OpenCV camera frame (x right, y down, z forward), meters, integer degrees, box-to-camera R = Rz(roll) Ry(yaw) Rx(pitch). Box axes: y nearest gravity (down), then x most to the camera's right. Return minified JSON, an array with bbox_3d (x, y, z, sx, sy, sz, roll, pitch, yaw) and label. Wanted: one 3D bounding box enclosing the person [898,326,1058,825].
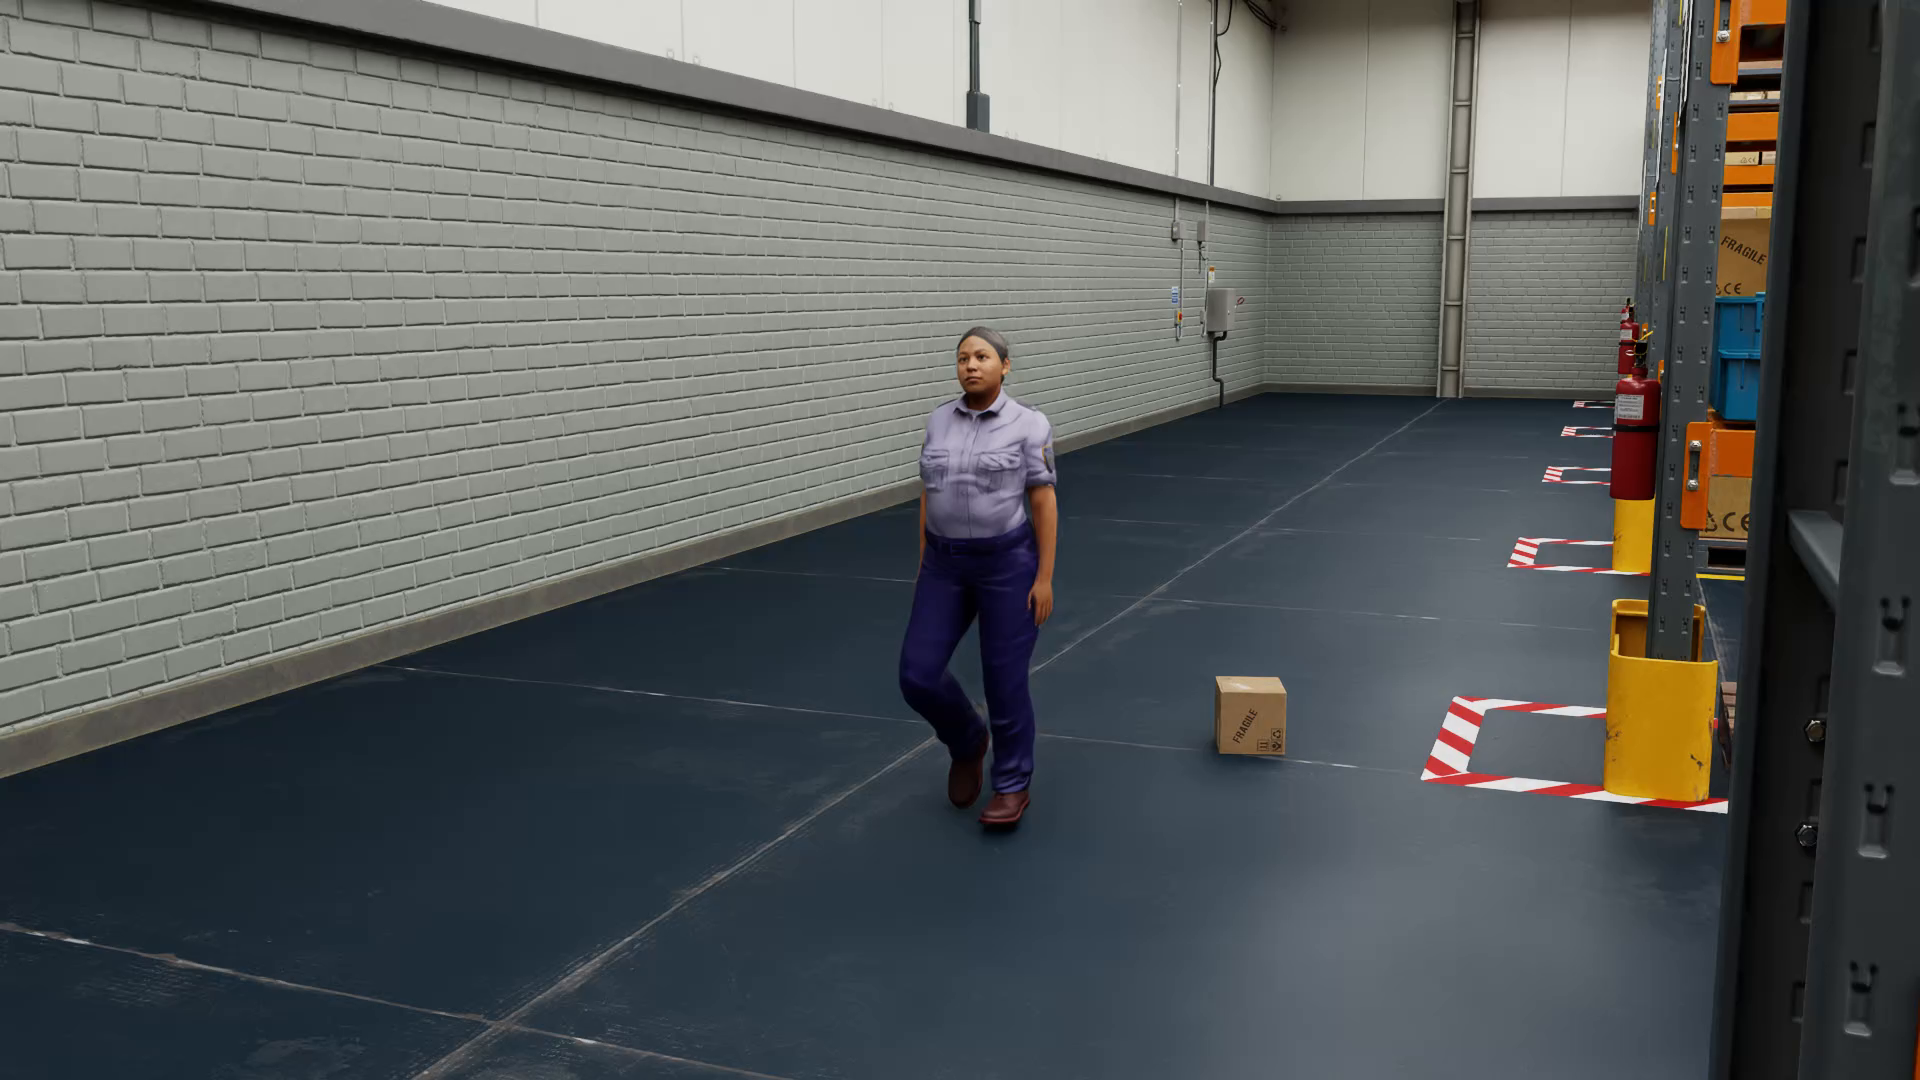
[{"bbox_3d":[0.070,0.129,5.504,0.506,1.659,0.449,4,9,22],"label":"person"}]
